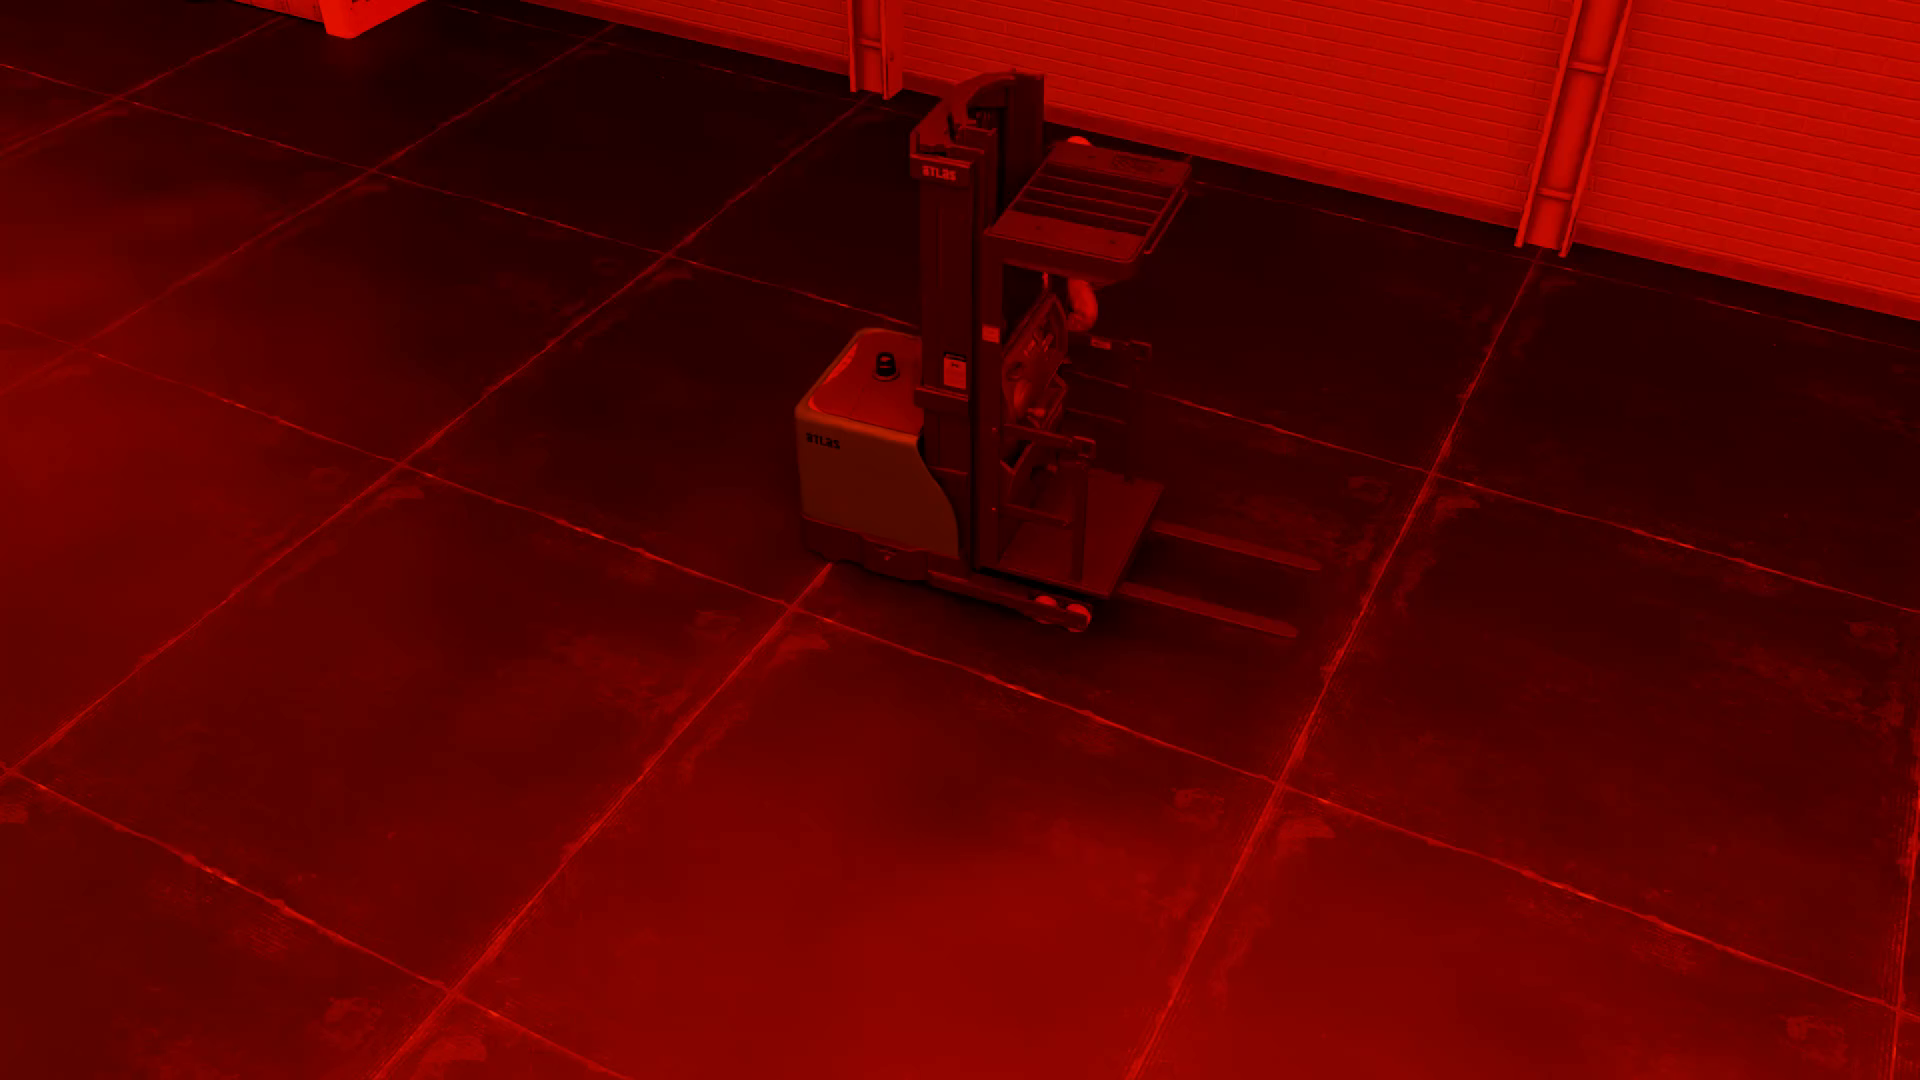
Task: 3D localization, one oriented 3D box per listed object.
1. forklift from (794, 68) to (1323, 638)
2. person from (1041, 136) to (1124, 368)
[{"bbox_3d":[0.599,-0.976,9.146,3.031,2.935,1.130,15,42,17],"label":"forklift"},{"bbox_3d":[0.793,-2.000,11.396,0.630,1.581,0.916,20,44,22],"label":"person"}]
